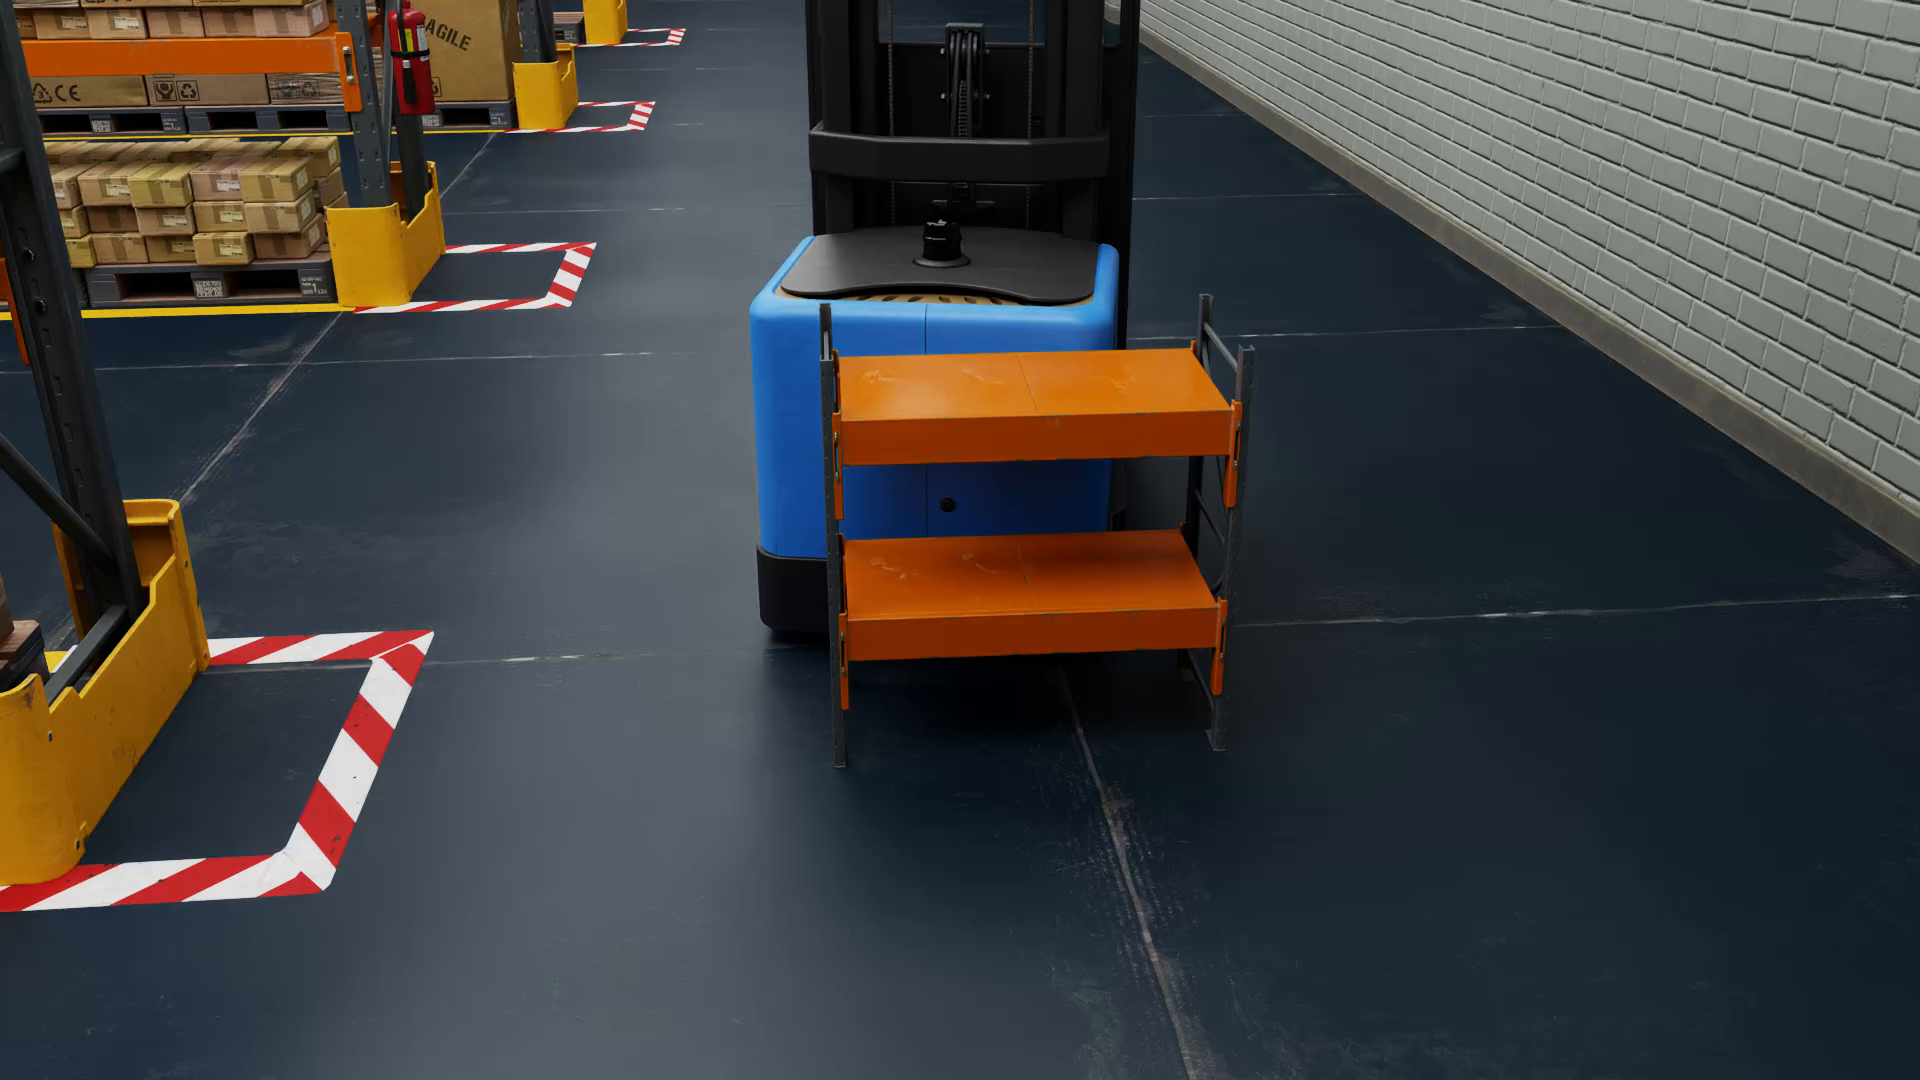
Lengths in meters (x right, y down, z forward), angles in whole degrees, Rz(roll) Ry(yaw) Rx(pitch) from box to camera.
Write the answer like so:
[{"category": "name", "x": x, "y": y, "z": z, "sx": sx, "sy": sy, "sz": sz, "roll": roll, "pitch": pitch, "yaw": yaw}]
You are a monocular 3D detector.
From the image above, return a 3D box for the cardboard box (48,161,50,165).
[{"category": "cardboard box", "x": -4.757, "y": -1.792, "z": 8.349, "sx": 0.250, "sy": 0.149, "sz": 0.380, "roll": -3, "pitch": 24, "yaw": -7}]

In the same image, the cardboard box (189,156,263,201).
[{"category": "cardboard box", "x": -3.713, "y": -1.837, "z": 8.451, "sx": 0.250, "sy": 0.149, "sz": 0.380, "roll": -2, "pitch": 24, "yaw": -4}]

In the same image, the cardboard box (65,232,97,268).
[{"category": "cardboard box", "x": -4.468, "y": -1.493, "z": 8.409, "sx": 0.250, "sy": 0.149, "sz": 0.380, "roll": -3, "pitch": 24, "yaw": -8}]

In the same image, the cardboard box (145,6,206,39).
[{"category": "cardboard box", "x": -3.751, "y": -2.534, "z": 8.067, "sx": 0.250, "sy": 0.149, "sz": 0.380, "roll": -3, "pitch": 24, "yaw": -6}]

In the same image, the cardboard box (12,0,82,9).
[{"category": "cardboard box", "x": -4.394, "y": -2.804, "z": 7.876, "sx": 0.500, "sy": 0.500, "sz": 0.500, "roll": -2, "pitch": 24, "yaw": -5}]

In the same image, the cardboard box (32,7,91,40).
[{"category": "cardboard box", "x": -4.268, "y": -2.516, "z": 8.026, "sx": 0.250, "sy": 0.149, "sz": 0.380, "roll": -3, "pitch": 24, "yaw": -7}]

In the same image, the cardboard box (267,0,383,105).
[{"category": "cardboard box", "x": -4.877, "y": -3.922, "z": 12.981, "sx": 0.875, "sy": 0.875, "sz": 0.875, "roll": -2, "pitch": 24, "yaw": -5}]

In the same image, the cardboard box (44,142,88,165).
[{"category": "cardboard box", "x": -4.818, "y": -2.004, "z": 8.825, "sx": 0.250, "sy": 0.149, "sz": 0.380, "roll": -2, "pitch": 24, "yaw": -4}]

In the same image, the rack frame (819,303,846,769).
[{"category": "rack frame", "x": -0.336, "y": -0.011, "z": 4.391, "sx": 0.032, "sy": 1.125, "sz": 0.500, "roll": -2, "pitch": 24, "yaw": -4}]

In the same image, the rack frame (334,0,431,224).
[{"category": "rack frame", "x": -2.955, "y": -2.787, "z": 8.327, "sx": 0.127, "sy": 3.000, "sz": 1.000, "roll": -2, "pitch": 24, "yaw": -5}]

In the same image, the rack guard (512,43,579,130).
[{"category": "rack guard", "x": -3.318, "y": -3.654, "z": 13.356, "sx": 0.348, "sy": 0.500, "sz": 1.175, "roll": -2, "pitch": 24, "yaw": -5}]

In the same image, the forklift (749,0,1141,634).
[{"category": "forklift", "x": 0.068, "y": -1.593, "z": 5.726, "sx": 1.130, "sy": 2.935, "sz": 3.031, "roll": 3, "pitch": 24, "yaw": 6}]

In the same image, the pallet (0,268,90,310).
[{"category": "pallet", "x": -5.054, "y": -1.444, "z": 8.739, "sx": 1.213, "sy": 0.211, "sz": 1.003, "roll": -2, "pitch": 24, "yaw": -5}]

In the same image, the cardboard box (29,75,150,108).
[{"category": "cardboard box", "x": -6.658, "y": -3.851, "z": 12.820, "sx": 0.875, "sy": 0.875, "sz": 0.875, "roll": -2, "pitch": 24, "yaw": -5}]

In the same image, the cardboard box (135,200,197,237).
[{"category": "cardboard box", "x": -3.969, "y": -1.654, "z": 8.405, "sx": 0.250, "sy": 0.149, "sz": 0.380, "roll": -3, "pitch": 24, "yaw": -7}]

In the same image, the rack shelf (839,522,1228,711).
[{"category": "rack shelf", "x": 0.171, "y": 0.195, "z": 4.528, "sx": 1.000, "sy": 0.278, "sz": 0.538, "roll": -2, "pitch": 24, "yaw": -4}]

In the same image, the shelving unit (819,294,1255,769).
[{"category": "shelving unit", "x": 0.171, "y": -0.028, "z": 4.428, "sx": 1.048, "sy": 1.125, "sz": 0.538, "roll": -2, "pitch": 24, "yaw": -4}]

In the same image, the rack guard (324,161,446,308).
[{"category": "rack guard", "x": -3.031, "y": -1.642, "z": 8.828, "sx": 0.348, "sy": 0.500, "sz": 1.175, "roll": -2, "pitch": 24, "yaw": -5}]

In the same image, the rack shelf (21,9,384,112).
[{"category": "rack shelf", "x": -4.946, "y": -2.378, "z": 8.293, "sx": 4.000, "sy": 0.370, "sz": 1.077, "roll": -2, "pitch": 24, "yaw": -5}]

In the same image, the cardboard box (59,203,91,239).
[{"category": "cardboard box", "x": -4.483, "y": -1.628, "z": 8.347, "sx": 0.250, "sy": 0.149, "sz": 0.380, "roll": -2, "pitch": 24, "yaw": -4}]

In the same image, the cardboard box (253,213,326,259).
[{"category": "cardboard box", "x": -3.459, "y": -1.571, "z": 8.584, "sx": 0.250, "sy": 0.149, "sz": 0.380, "roll": -2, "pitch": 24, "yaw": -4}]

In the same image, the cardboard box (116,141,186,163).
[{"category": "cardboard box", "x": -4.275, "y": -2.003, "z": 8.824, "sx": 0.250, "sy": 0.149, "sz": 0.380, "roll": -3, "pitch": 24, "yaw": -8}]

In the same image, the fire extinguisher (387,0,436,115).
[{"category": "fire extinguisher", "x": -2.659, "y": -2.405, "z": 8.021, "sx": 0.183, "sy": 0.674, "sz": 0.296, "roll": -2, "pitch": 24, "yaw": -5}]

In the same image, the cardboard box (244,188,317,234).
[{"category": "cardboard box", "x": -3.452, "y": -1.675, "z": 8.453, "sx": 0.250, "sy": 0.149, "sz": 0.380, "roll": -3, "pitch": 24, "yaw": -7}]

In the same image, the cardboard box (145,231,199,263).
[{"category": "cardboard box", "x": -3.976, "y": -1.544, "z": 8.523, "sx": 0.250, "sy": 0.149, "sz": 0.380, "roll": -2, "pitch": 24, "yaw": -5}]

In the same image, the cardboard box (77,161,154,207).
[{"category": "cardboard box", "x": -4.222, "y": -1.791, "z": 8.347, "sx": 0.250, "sy": 0.149, "sz": 0.380, "roll": -3, "pitch": 24, "yaw": -7}]

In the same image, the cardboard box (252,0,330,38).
[{"category": "cardboard box", "x": -3.252, "y": -2.545, "z": 8.091, "sx": 0.250, "sy": 0.149, "sz": 0.380, "roll": -2, "pitch": 24, "yaw": -5}]

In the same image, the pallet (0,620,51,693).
[{"category": "pallet", "x": -3.156, "y": 0.548, "z": 4.258, "sx": 1.213, "sy": 0.211, "sz": 1.003, "roll": -2, "pitch": 24, "yaw": -5}]

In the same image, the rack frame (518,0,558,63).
[{"category": "rack frame", "x": -3.342, "y": -4.796, "z": 12.846, "sx": 0.127, "sy": 3.000, "sz": 1.000, "roll": -2, "pitch": 24, "yaw": -5}]

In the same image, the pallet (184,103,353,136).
[{"category": "pallet", "x": -5.342, "y": -3.410, "z": 13.163, "sx": 1.213, "sy": 0.211, "sz": 1.003, "roll": -2, "pitch": 24, "yaw": -5}]

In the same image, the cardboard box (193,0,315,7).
[{"category": "cardboard box", "x": -3.377, "y": -2.846, "z": 7.972, "sx": 0.500, "sy": 0.500, "sz": 0.500, "roll": -2, "pitch": 24, "yaw": -4}]

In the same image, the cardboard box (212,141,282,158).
[{"category": "cardboard box", "x": -3.773, "y": -2.005, "z": 8.827, "sx": 0.250, "sy": 0.149, "sz": 0.380, "roll": -2, "pitch": 24, "yaw": -4}]
